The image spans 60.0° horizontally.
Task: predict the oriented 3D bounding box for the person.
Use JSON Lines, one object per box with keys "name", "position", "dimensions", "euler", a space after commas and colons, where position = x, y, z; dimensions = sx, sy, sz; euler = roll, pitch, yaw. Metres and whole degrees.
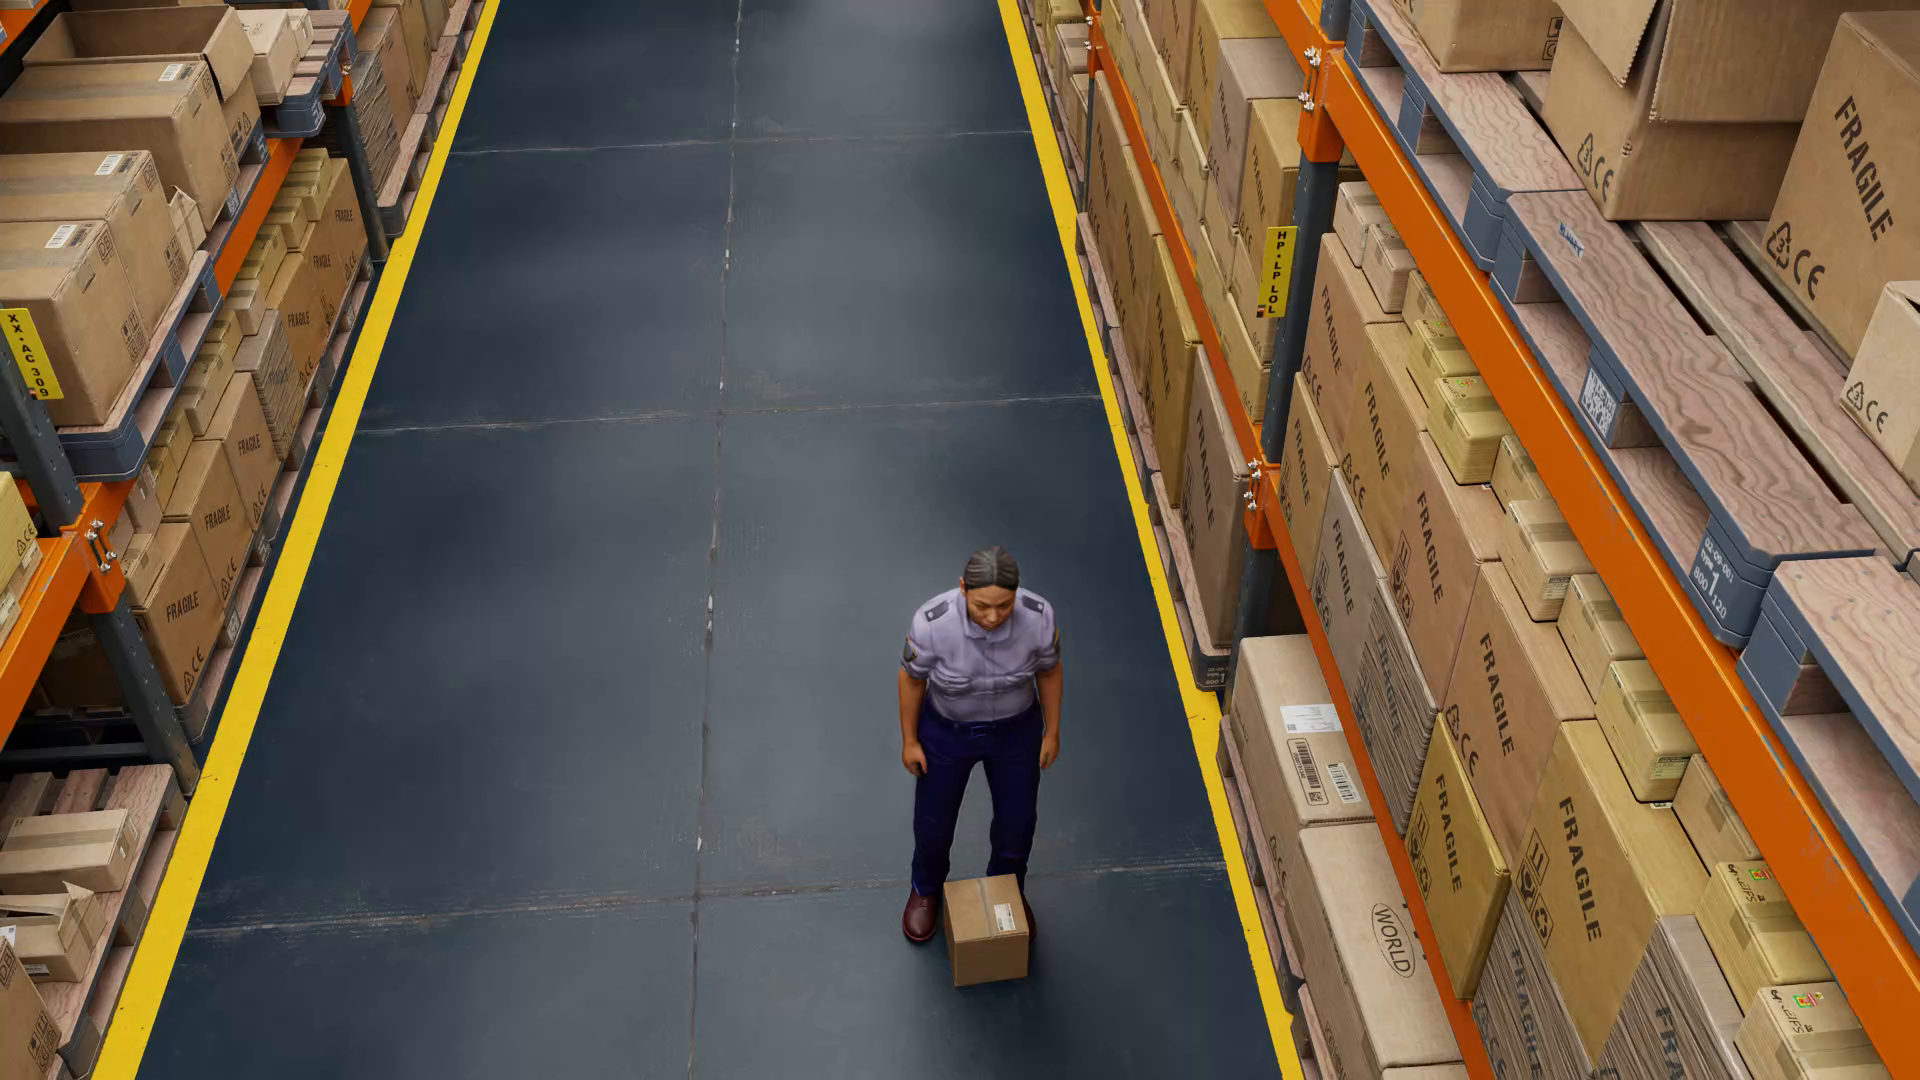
{"name": "person", "position": [0.061, 0.648, 5.370], "dimensions": [0.543, 1.652, 0.414], "euler": [-3, 39, -4]}
